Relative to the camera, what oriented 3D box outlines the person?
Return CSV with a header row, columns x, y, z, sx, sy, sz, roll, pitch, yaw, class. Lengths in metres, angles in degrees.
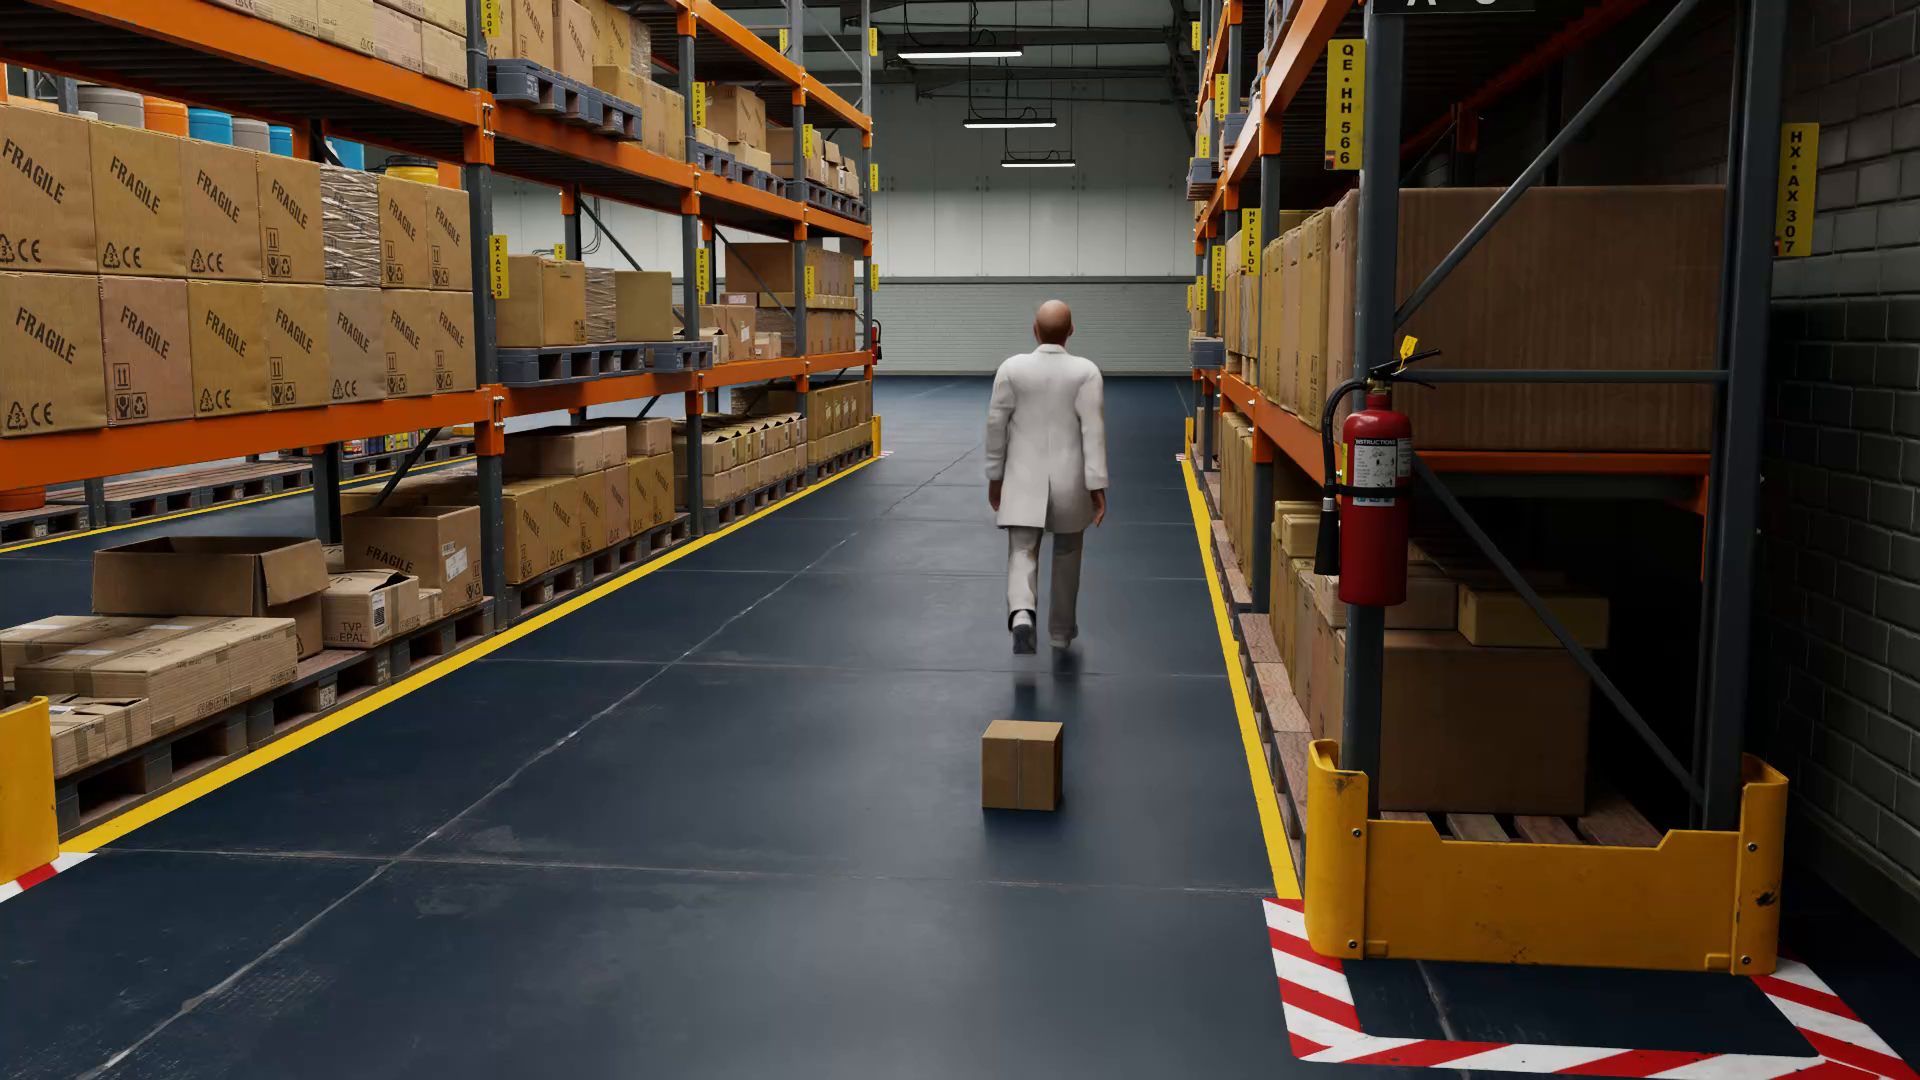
x,y,z,sx,sy,sz,roll,pitch,yaw,class
0.418,-0.296,8.106,0.609,1.732,0.999,0,7,3,person
